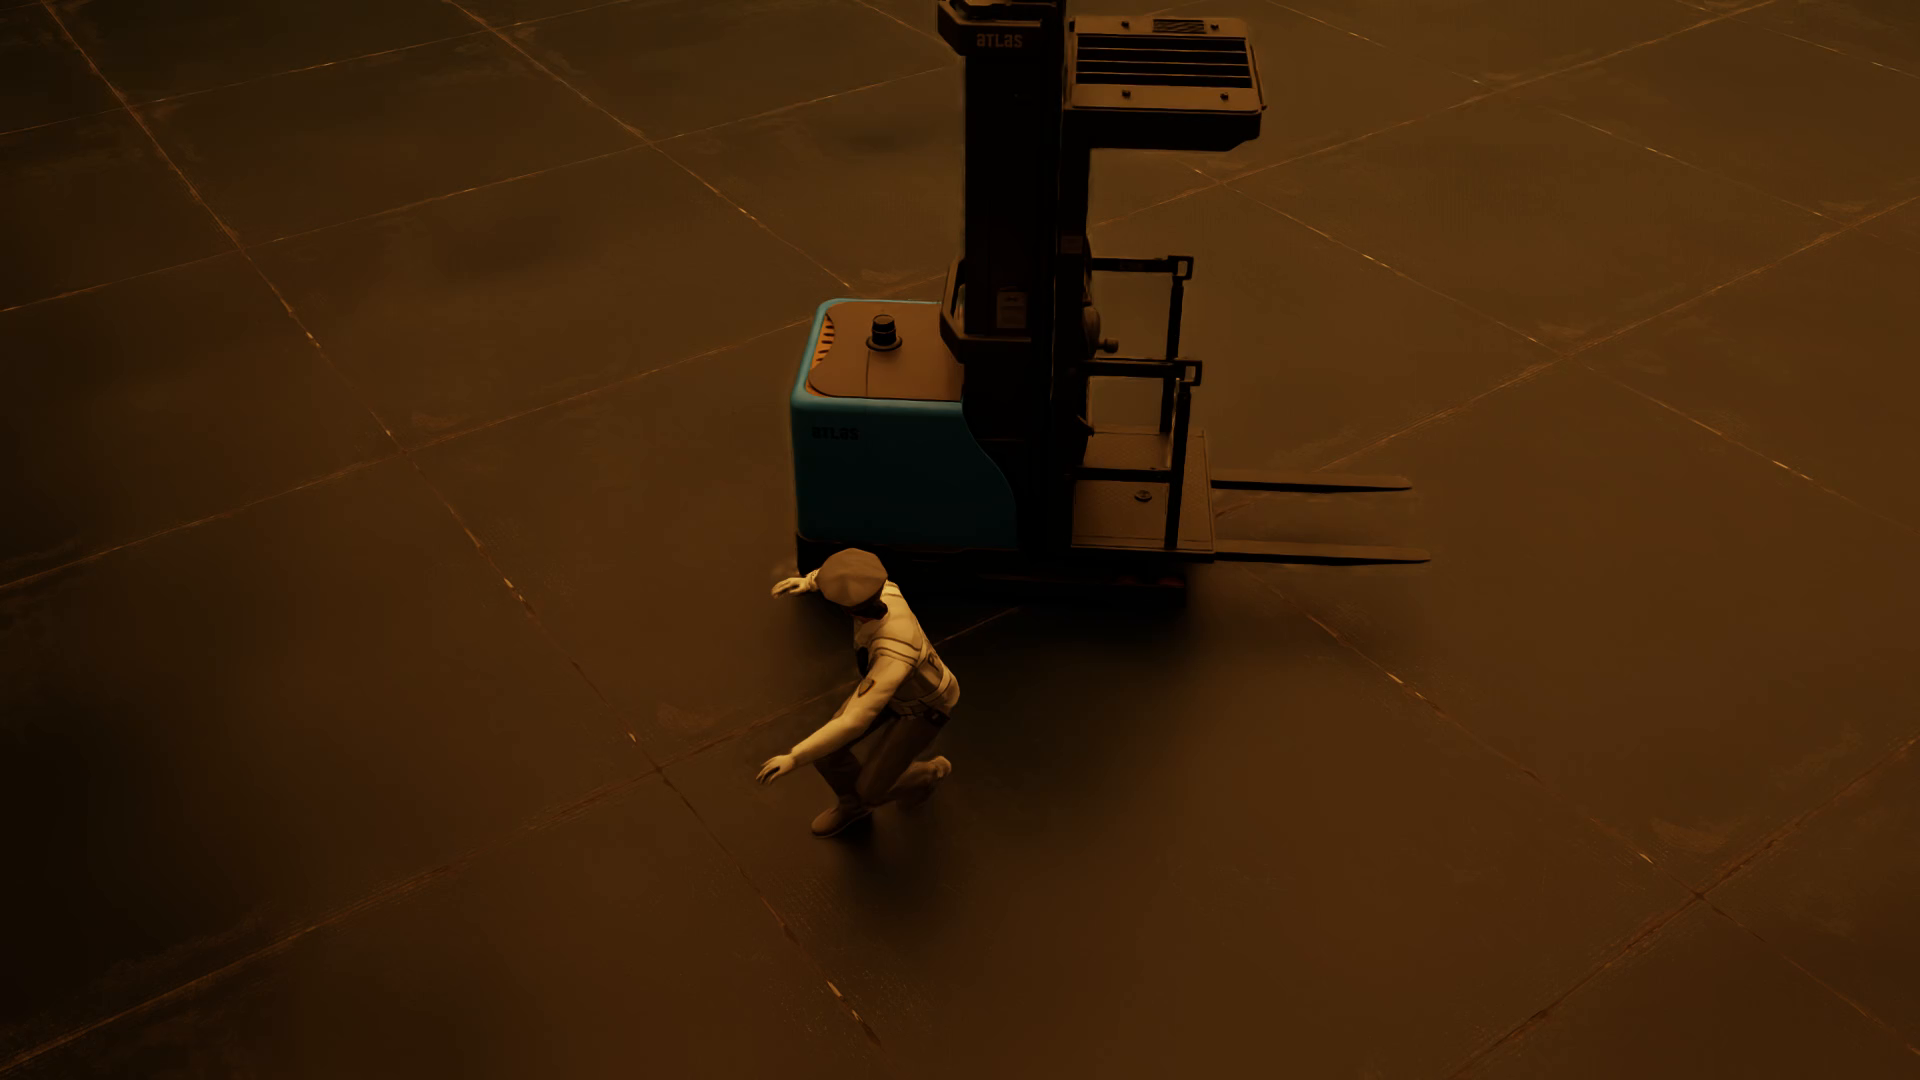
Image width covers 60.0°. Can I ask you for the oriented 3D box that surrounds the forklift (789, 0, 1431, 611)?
[{"bbox_3d":[0.755,-1.168,7.525,3.031,2.935,1.130,3,37,3],"label":"forklift"}]

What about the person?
[{"bbox_3d":[-0.465,0.644,6.375,0.945,1.400,0.708,-23,42,-28],"label":"person"}]
